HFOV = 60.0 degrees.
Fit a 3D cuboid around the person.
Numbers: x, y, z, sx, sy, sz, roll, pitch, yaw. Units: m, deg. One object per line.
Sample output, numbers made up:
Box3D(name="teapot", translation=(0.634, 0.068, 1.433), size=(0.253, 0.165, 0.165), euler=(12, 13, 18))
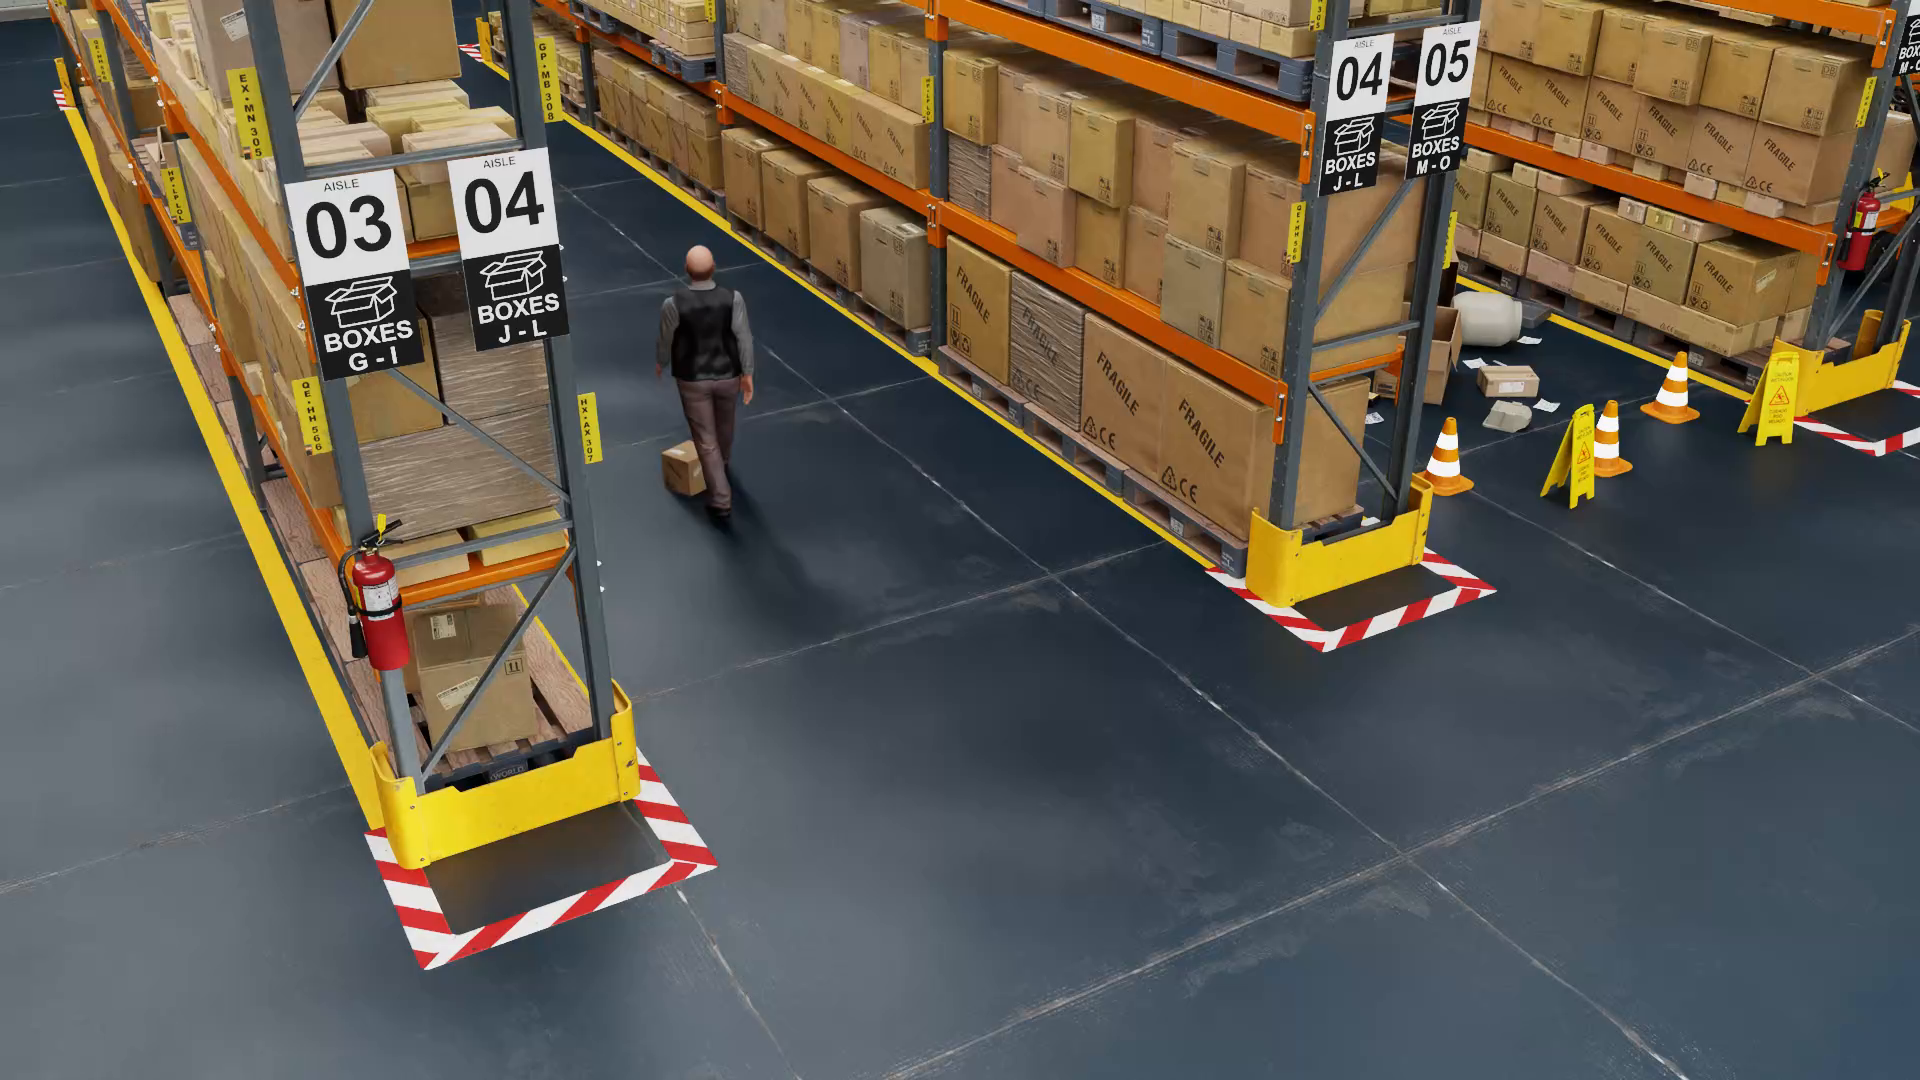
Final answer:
Box3D(name="person", translation=(-1.612, -1.060, 10.501), size=(0.567, 1.666, 1.058), euler=(-11, 31, -19))
